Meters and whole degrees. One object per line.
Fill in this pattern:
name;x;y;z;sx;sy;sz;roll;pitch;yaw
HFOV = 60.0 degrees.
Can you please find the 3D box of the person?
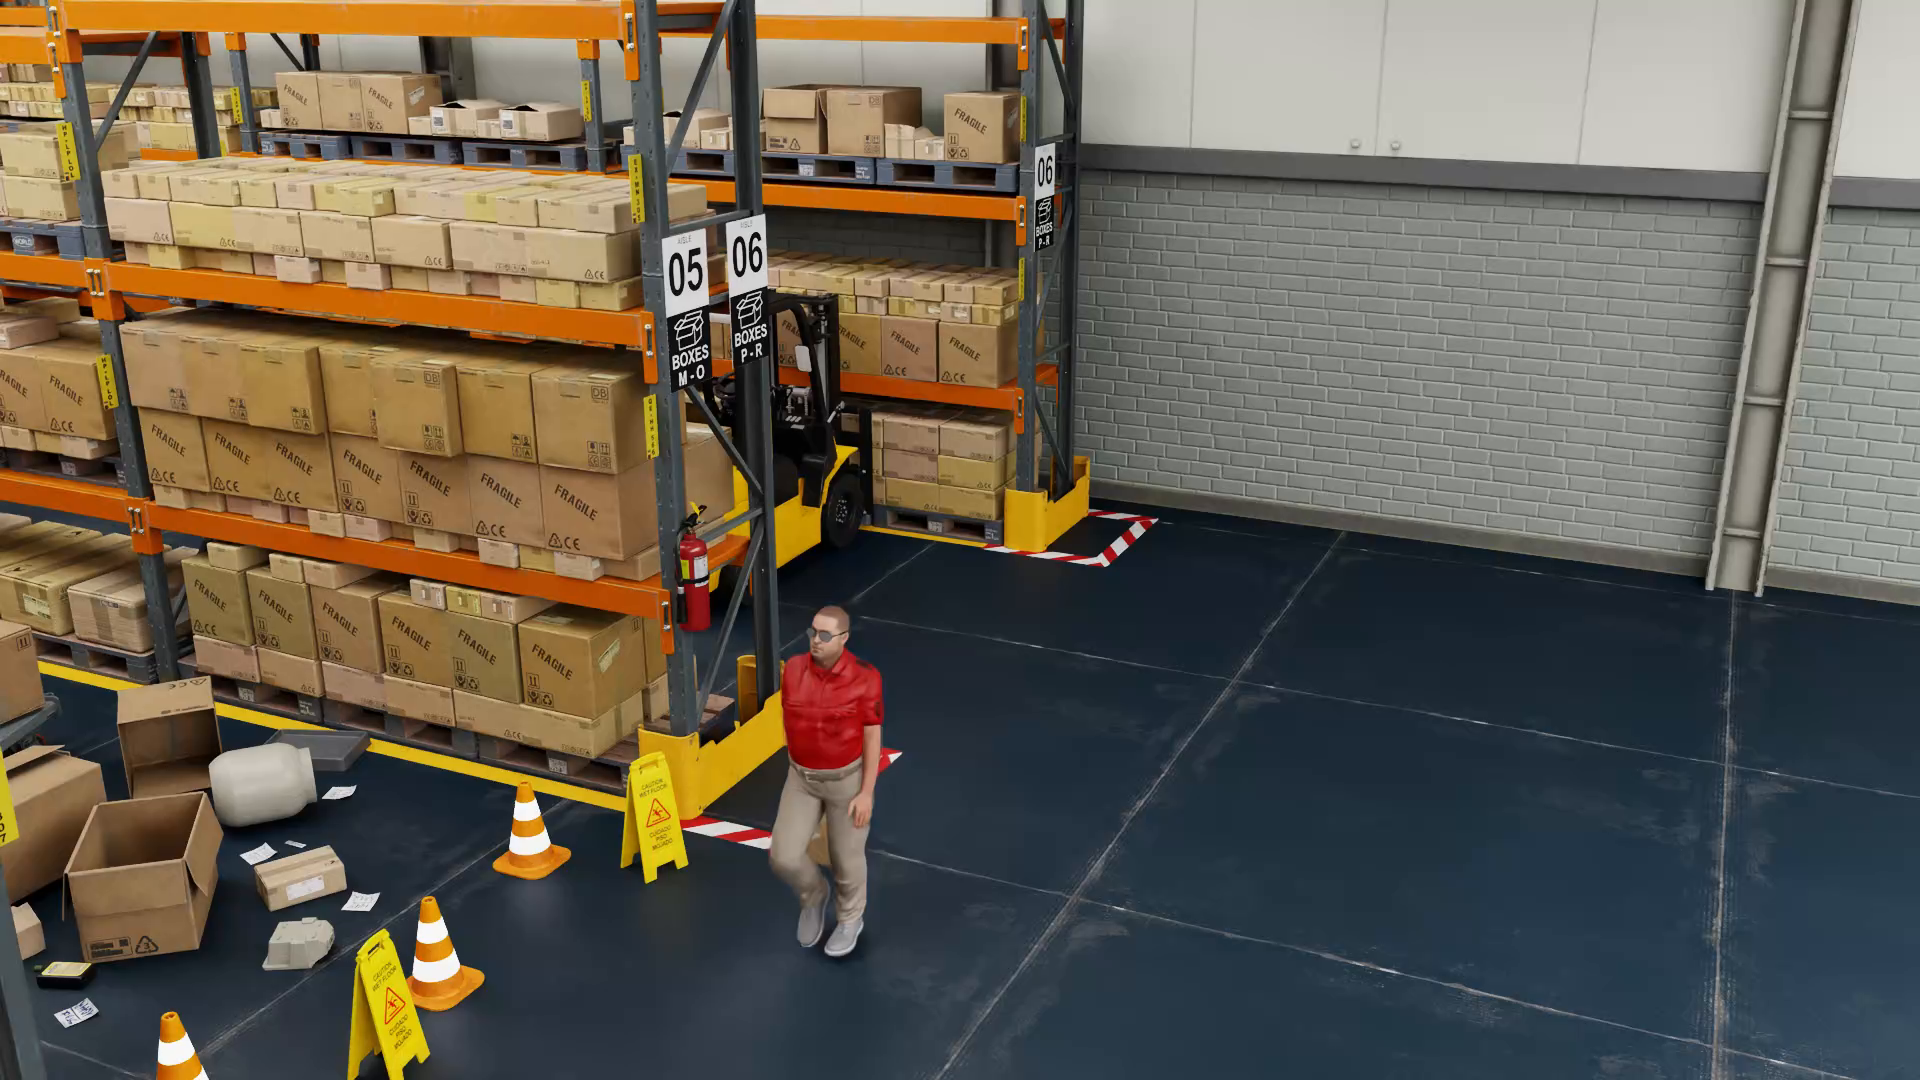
person;-0.622;1.157;7.708;0.528;1.753;0.447;6;20;17
